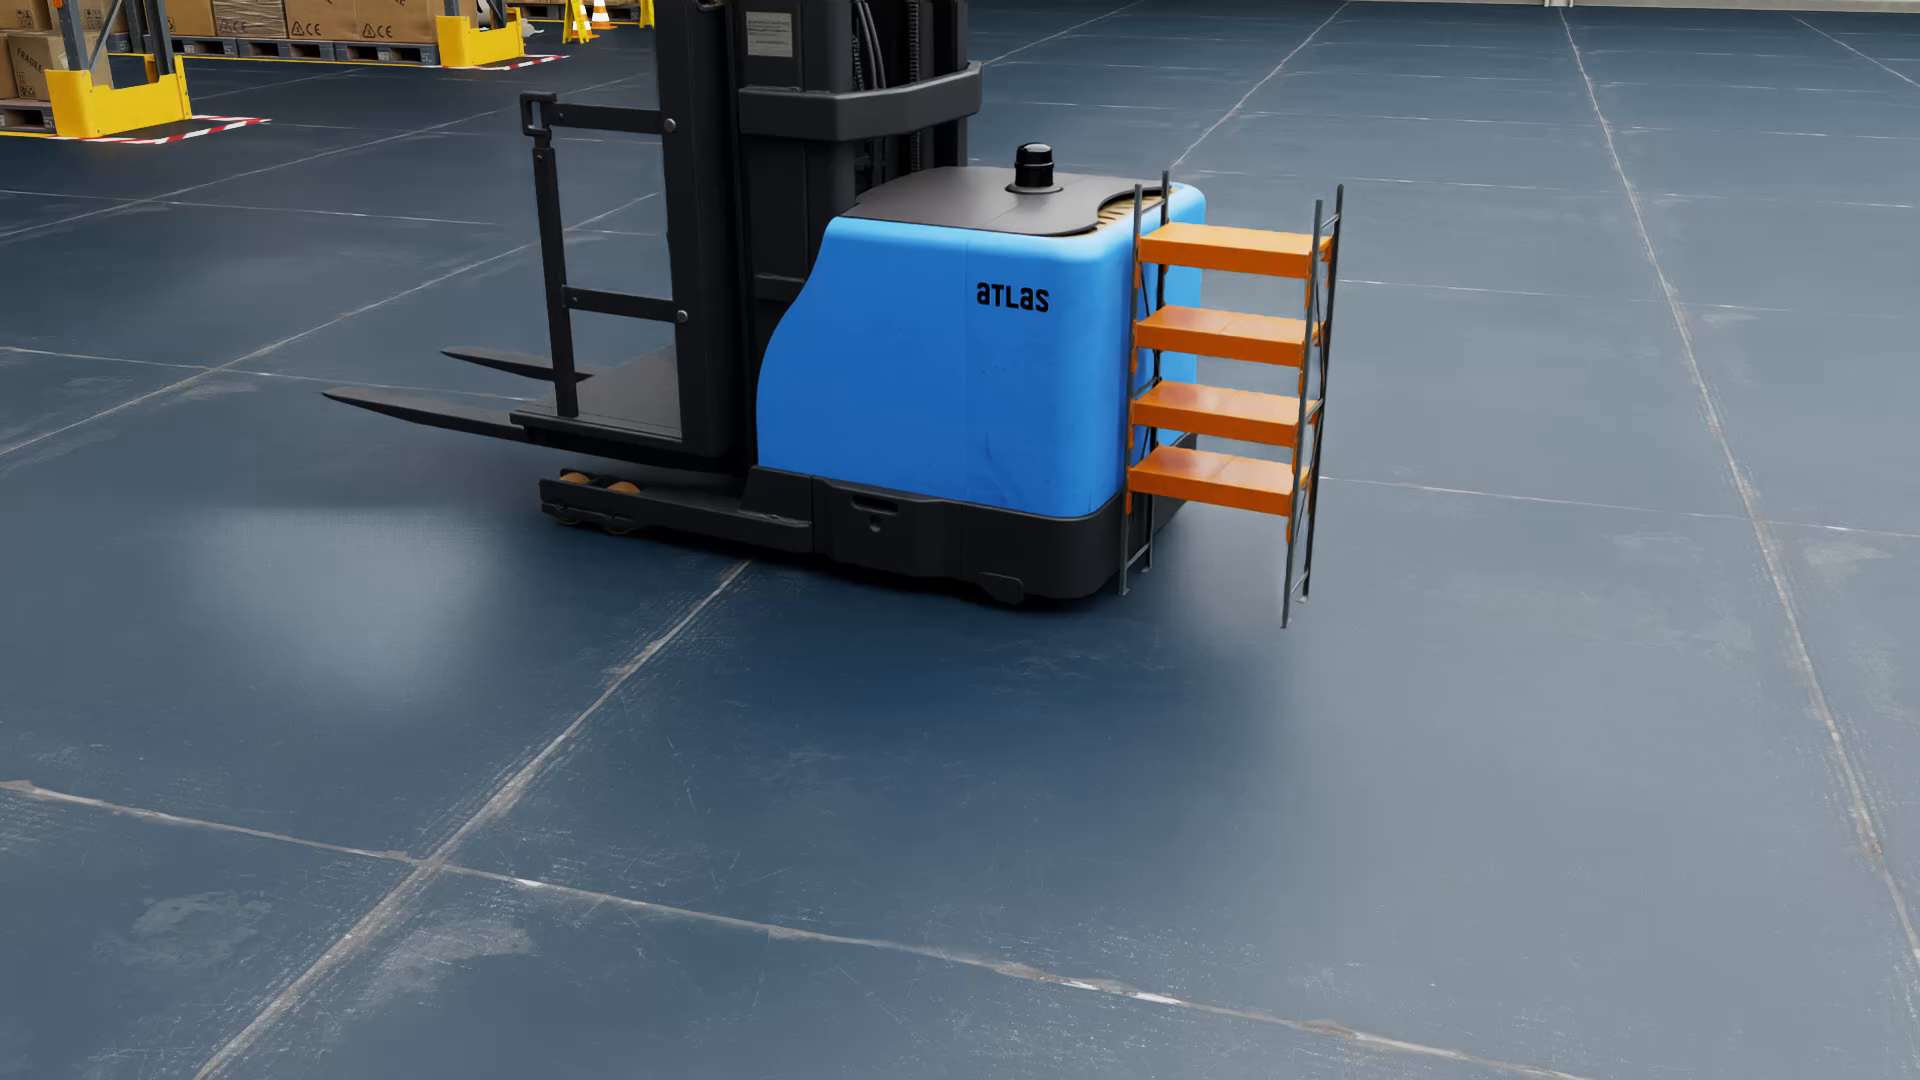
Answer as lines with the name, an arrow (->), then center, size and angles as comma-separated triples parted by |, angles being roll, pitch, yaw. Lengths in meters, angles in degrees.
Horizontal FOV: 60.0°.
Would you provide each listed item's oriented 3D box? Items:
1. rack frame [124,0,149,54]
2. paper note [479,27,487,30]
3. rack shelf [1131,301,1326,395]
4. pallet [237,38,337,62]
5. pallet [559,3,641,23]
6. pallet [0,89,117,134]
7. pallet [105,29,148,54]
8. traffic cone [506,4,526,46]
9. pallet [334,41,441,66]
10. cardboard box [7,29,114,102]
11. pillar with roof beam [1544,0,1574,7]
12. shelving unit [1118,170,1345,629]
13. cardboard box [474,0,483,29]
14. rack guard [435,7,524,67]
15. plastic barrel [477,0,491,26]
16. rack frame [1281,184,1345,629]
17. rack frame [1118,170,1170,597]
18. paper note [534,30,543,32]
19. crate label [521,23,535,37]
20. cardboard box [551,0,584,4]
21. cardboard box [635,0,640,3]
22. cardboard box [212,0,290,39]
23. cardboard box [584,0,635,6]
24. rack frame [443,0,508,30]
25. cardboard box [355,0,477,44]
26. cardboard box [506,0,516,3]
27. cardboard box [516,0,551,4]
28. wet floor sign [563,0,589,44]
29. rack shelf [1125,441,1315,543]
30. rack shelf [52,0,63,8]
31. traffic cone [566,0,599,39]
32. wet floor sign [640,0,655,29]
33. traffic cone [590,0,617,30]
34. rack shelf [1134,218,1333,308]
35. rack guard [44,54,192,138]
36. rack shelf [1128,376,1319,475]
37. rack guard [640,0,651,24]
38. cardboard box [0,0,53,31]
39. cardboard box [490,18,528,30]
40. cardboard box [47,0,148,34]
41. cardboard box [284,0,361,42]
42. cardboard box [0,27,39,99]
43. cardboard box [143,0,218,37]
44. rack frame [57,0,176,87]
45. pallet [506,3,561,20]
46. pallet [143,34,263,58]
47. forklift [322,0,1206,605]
rack frame -> -8.927, -6.934, 18.223 | 0.127, 3.000, 1.000 | 7, 23, 16
paper note -> -6.015, -6.455, 20.980 | 0.142, 0.019, 0.148 | 16, 27, 34
rack shelf -> 0.742, -0.534, 4.578 | 0.480, 0.148, 0.258 | 11, 25, 24
pallet -> -7.050, -5.400, 18.155 | 1.213, 0.211, 1.003 | 7, 23, 15
pallet -> -4.605, -7.126, 22.363 | 1.213, 0.211, 1.003 | 7, 23, 16
pallet -> -7.468, -3.525, 13.586 | 1.213, 0.211, 1.003 | 7, 23, 16
pallet -> -9.688, -5.702, 18.892 | 1.213, 0.211, 1.003 | 7, 23, 16
traffic cone -> -5.196, -5.896, 19.035 | 0.334, 0.463, 0.336 | 7, 23, 16
pallet -> -5.886, -5.265, 17.828 | 1.213, 0.211, 1.003 | 7, 23, 15
cardboard box -> -7.220, -3.817, 13.364 | 0.500, 0.500, 0.500 | 11, 25, 25
pillar with roof beam -> 7.504, -10.409, 18.789 | 0.400, 9.000, 9.100 | 7, 23, 16
shelving unit -> 0.742, -0.389, 4.637 | 0.503, 1.200, 0.258 | 11, 25, 24
cardboard box -> -6.178, -6.423, 20.266 | 0.637, 0.503, 0.797 | -9, 24, -21
rack guard -> -5.075, -5.337, 17.622 | 0.348, 0.500, 1.175 | 7, 23, 16
plastic barrel -> -6.179, -6.790, 21.265 | 0.512, 0.421, 0.421 | -14, 26, -30
rack frame -> 0.961, -0.348, 4.538 | 0.015, 1.200, 0.240 | 11, 25, 24
rack frame -> 0.523, -0.430, 4.736 | 0.015, 1.200, 0.240 | 11, 25, 24
paper note -> -5.245, -6.312, 20.618 | 0.142, 0.019, 0.148 | -1, 22, -3
crate label -> -5.315, -6.183, 20.162 | 0.298, 0.136, 0.250 | -5, 23, -12
cardboard box -> -5.110, -7.278, 22.131 | 0.500, 0.250, 0.500 | 7, 23, 16
cardboard box -> -4.457, -7.417, 22.468 | 0.500, 0.250, 0.500 | 6, 23, 15
cardboard box -> -7.481, -5.954, 18.079 | 0.875, 0.875, 0.875 | 7, 23, 16
cardboard box -> -4.639, -7.221, 21.992 | 0.500, 0.250, 0.500 | 6, 23, 15
rack frame -> -5.098, -6.496, 17.154 | 0.127, 3.000, 1.000 | 7, 23, 16
cardboard box -> -5.766, -5.758, 17.600 | 0.875, 0.875, 0.875 | 7, 23, 16
cardboard box -> -6.084, -7.392, 22.408 | 0.500, 0.250, 0.500 | 6, 23, 15
cardboard box -> -5.612, -7.334, 22.266 | 0.500, 0.250, 0.500 | 6, 23, 14
wet floor sign -> -4.498, -6.123, 19.347 | 0.232, 0.644, 0.267 | 3, 22, 6
rack shelf -> 0.742, -0.143, 4.738 | 0.480, 0.148, 0.258 | 11, 25, 24
rack shelf -> -8.542, -4.591, 13.459 | 4.000, 0.370, 1.077 | 7, 23, 16
traffic cone -> -4.544, -6.270, 19.945 | 0.334, 0.463, 0.336 | 7, 23, 16
wet floor sign -> -3.892, -6.807, 21.014 | 0.232, 0.644, 0.267 | 16, 27, 34
traffic cone -> -4.549, -6.710, 21.019 | 0.334, 0.463, 0.336 | 7, 23, 16
rack shelf -> 0.742, -0.752, 4.488 | 0.480, 0.148, 0.258 | 11, 25, 24
rack guard -> -6.700, -3.557, 13.282 | 0.348, 0.500, 1.175 | 7, 23, 16
rack shelf -> 0.742, -0.327, 4.663 | 0.480, 0.148, 0.258 | 11, 25, 24
rack guard -> -3.837, -7.157, 22.060 | 0.348, 0.500, 1.175 | 7, 23, 16
cardboard box -> -10.470, -6.230, 18.918 | 0.750, 0.750, 1.050 | 7, 23, 15
cardboard box -> -5.602, -6.396, 20.667 | 0.380, 0.149, 0.250 | -20, 29, -39
cardboard box -> -9.548, -6.123, 18.656 | 0.750, 0.750, 1.050 | 6, 23, 15
cardboard box -> -6.609, -5.853, 17.833 | 0.875, 0.875, 0.875 | 6, 23, 15
cardboard box -> -7.802, -3.870, 13.493 | 0.500, 0.500, 0.500 | 13, 26, 29
cardboard box -> -8.345, -6.051, 18.316 | 0.875, 0.875, 0.875 | 7, 23, 16
rack frame -> -6.627, -4.705, 12.788 | 0.127, 3.000, 1.000 | 7, 23, 16
pallet -> -5.769, -7.260, 22.691 | 1.213, 0.211, 1.003 | 7, 23, 16
pallet -> -8.222, -5.533, 18.480 | 1.213, 0.211, 1.003 | 7, 23, 15
forklift -> -0.788, -1.540, 5.163 | 3.031, 2.935, 1.130 | 11, 25, 24
